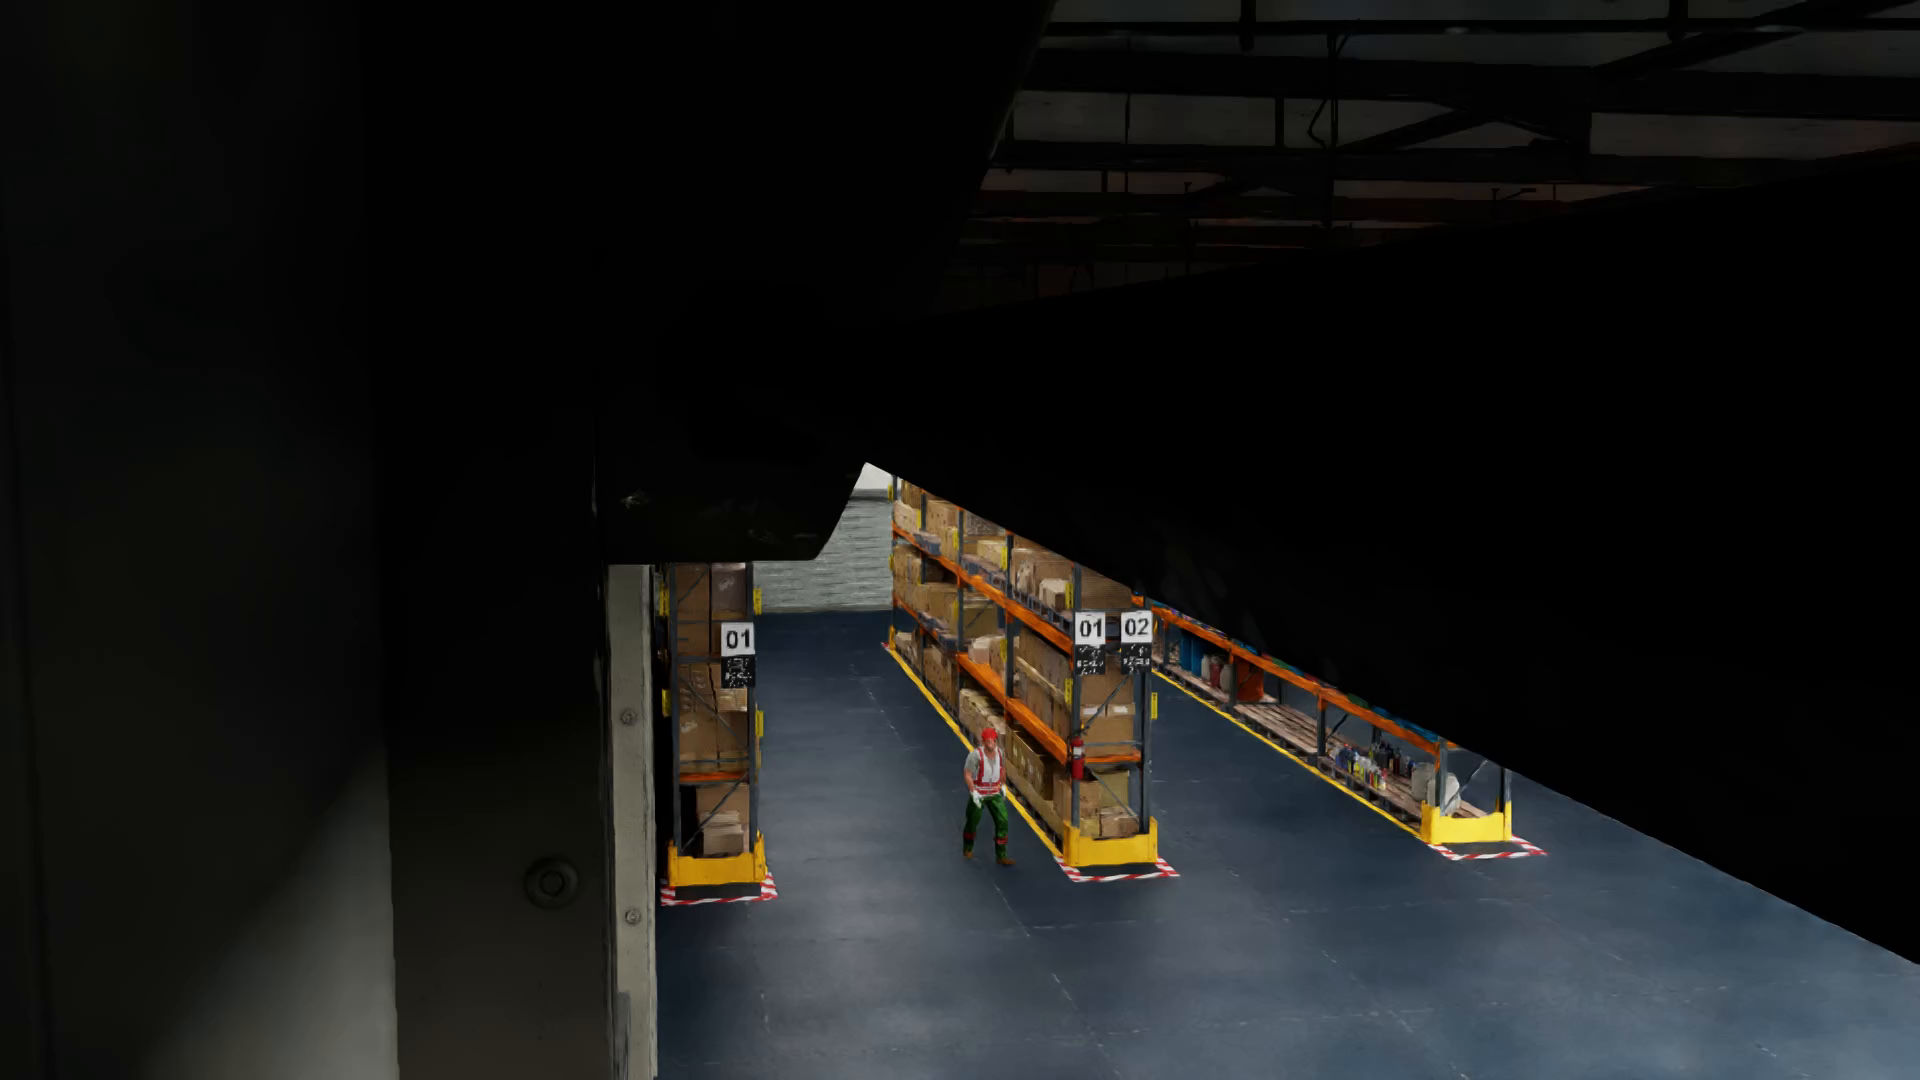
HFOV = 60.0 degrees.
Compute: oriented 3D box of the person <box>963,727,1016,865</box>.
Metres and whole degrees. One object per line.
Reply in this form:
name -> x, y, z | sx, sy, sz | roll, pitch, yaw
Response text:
person -> 0.325, 3.198, 20.980 | 0.672, 1.748, 0.776 | -3, 7, -24
